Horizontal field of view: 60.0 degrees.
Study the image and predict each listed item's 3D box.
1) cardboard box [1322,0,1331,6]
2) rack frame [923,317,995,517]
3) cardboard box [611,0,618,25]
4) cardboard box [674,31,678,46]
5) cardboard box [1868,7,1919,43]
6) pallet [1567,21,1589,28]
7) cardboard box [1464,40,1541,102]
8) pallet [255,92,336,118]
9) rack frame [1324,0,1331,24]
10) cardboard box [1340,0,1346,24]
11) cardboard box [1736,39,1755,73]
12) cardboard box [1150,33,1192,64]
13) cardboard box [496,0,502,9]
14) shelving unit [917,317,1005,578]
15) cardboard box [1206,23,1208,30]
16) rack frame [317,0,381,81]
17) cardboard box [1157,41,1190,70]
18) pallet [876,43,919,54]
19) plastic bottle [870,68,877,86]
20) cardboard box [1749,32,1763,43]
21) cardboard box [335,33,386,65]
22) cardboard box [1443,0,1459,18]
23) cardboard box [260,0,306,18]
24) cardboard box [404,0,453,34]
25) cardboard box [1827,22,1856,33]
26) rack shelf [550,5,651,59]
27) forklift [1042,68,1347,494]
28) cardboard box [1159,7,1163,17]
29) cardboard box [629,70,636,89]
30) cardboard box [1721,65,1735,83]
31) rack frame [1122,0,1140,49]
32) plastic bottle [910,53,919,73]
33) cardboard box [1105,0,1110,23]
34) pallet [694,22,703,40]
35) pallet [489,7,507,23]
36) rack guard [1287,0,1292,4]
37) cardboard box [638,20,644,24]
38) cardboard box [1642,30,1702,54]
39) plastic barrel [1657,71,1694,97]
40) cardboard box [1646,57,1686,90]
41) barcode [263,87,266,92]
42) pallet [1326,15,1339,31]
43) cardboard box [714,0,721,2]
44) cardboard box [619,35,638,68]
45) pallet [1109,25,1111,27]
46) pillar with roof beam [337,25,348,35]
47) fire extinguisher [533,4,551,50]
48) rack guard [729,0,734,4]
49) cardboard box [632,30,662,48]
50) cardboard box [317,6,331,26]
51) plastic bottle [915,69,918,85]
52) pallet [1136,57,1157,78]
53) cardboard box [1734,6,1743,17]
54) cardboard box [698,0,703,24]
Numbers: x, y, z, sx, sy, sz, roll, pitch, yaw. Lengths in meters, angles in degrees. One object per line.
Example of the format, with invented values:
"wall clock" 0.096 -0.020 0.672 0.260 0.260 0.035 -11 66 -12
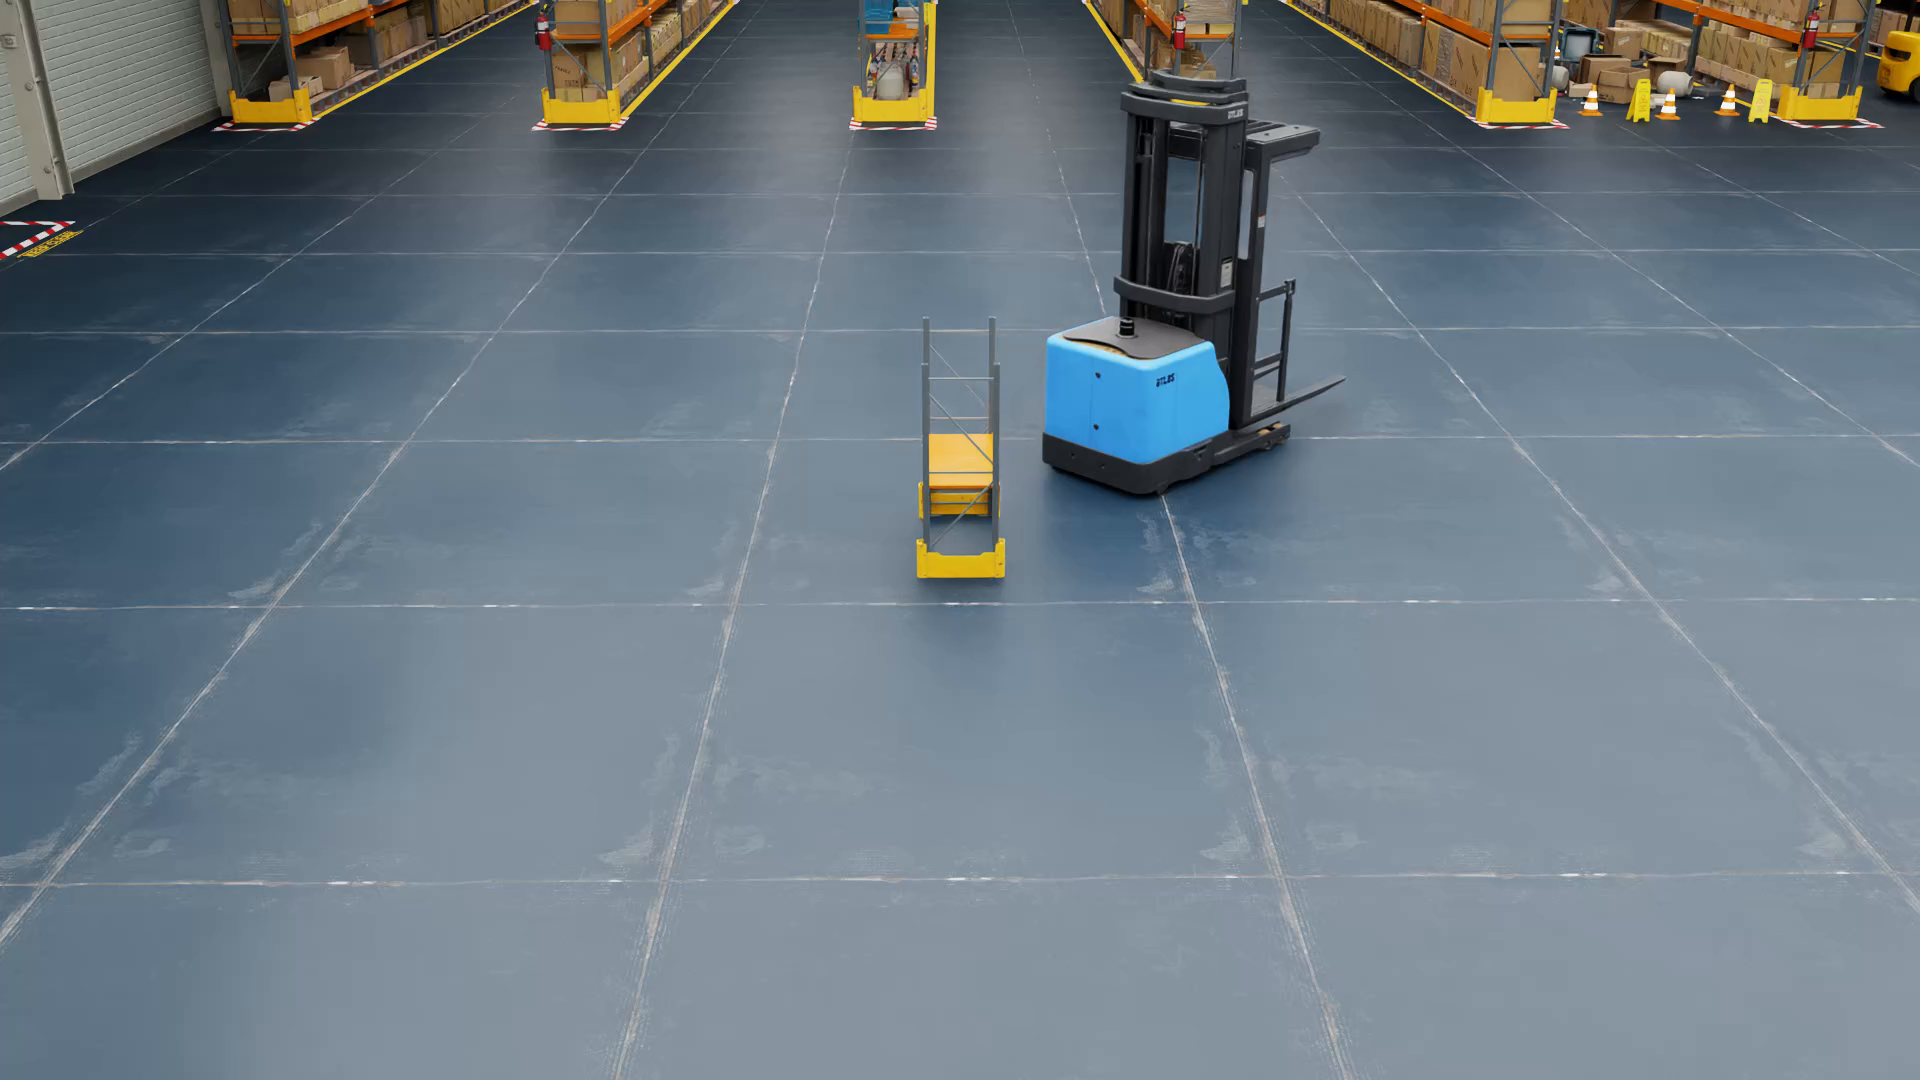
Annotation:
"cardboard box" 8.400 -12.182 37.633 0.380 0.149 0.250 0 24 0
"rack frame" -0.005 -0.858 11.826 0.500 1.500 0.032 0 24 -1
"cardboard box" -6.017 -8.716 27.260 0.700 0.500 0.500 0 24 0
"cardboard box" -5.843 -9.864 32.746 0.500 0.250 0.500 -1 24 -1
"cardboard box" 18.670 -10.317 33.294 0.875 0.625 0.625 1 24 1
"pallet" 13.770 -10.997 35.809 1.003 0.211 1.213 0 24 -1
"cardboard box" 8.779 -7.583 26.945 0.875 0.875 0.875 0 24 0
"pallet" -10.942 -7.129 27.256 1.003 0.211 1.213 0 24 -1
"rack frame" 8.721 -13.025 36.909 1.000 3.000 0.127 0 24 -1
"cardboard box" 8.491 -11.338 35.703 0.500 0.500 0.500 0 24 0
"cardboard box" 13.524 -8.177 28.106 0.500 0.500 0.500 -1 24 -2
"cardboard box" 3.863 -9.063 30.648 0.700 0.500 0.500 -2 24 -5
"cardboard box" -11.006 -12.546 38.373 0.700 0.500 0.500 0 24 -1
"shelving unit" 0.001 -0.652 11.371 0.587 1.500 1.083 0 24 -1
"cardboard box" 4.143 -8.207 26.561 0.380 0.149 0.250 0 24 -1
"rack frame" -11.011 -9.681 29.516 1.000 3.000 0.127 0 24 -1
"cardboard box" 3.812 -8.636 29.727 0.500 0.500 0.500 -1 24 -2
"pallet" -1.179 -9.784 33.127 1.003 0.211 1.213 0 24 -1
"plastic bottle" -1.495 -7.896 28.339 0.152 0.276 0.135 0 24 0
"cardboard box" 13.459 -8.412 27.840 0.380 0.149 0.250 1 24 2
"cardboard box" -11.036 -9.046 30.611 0.700 0.500 0.500 1 24 1
"cardboard box" 8.741 -9.196 28.260 0.875 0.550 0.550 0 24 -1
"cardboard box" -10.672 -8.514 26.182 0.500 0.500 0.500 0 24 0
"cardboard box" -10.932 -10.845 34.188 0.750 0.750 0.750 -1 24 -1
"cardboard box" 14.004 -8.171 26.481 0.380 0.149 0.250 0 24 0
"rack shelf" -6.036 -8.553 27.895 1.077 0.370 4.000 0 24 -1
"forklift" 2.031 -2.187 13.028 1.130 2.935 3.031 22 32 40
"cardboard box" 3.579 -8.926 28.150 0.380 0.149 0.250 0 24 -1
"cardboard box" -5.812 -7.835 28.262 0.500 0.250 0.500 0 24 -1
"cardboard box" 13.519 -8.048 28.732 0.500 0.250 0.500 -1 24 -1
"rack frame" 3.804 -11.396 33.308 1.000 3.000 0.127 0 24 -1
"plastic bottle" -0.810 -8.455 29.486 0.144 0.351 0.185 -1 24 -2
"cardboard box" 3.798 -11.636 35.907 1.225 0.875 0.875 -1 24 -2
"pallet" -6.082 -10.892 35.577 1.003 0.211 1.213 0 24 -1
"pallet" -11.029 -12.021 38.073 1.003 0.211 1.213 0 24 -1
"rack guard" 8.678 -13.503 41.000 1.175 0.500 0.348 0 24 -1
"cardboard box" -6.372 -9.904 32.154 0.500 0.311 0.500 -1 24 -2
"cardboard box" 13.728 -9.586 31.983 0.950 0.372 0.625 1 24 1
"plastic barrel" 12.264 -7.815 28.515 0.512 0.421 0.421 19 30 35
"cardboard box" 12.408 -8.207 29.287 0.500 0.500 0.500 19 30 35
"barcode" -11.285 -7.304 26.977 0.001 0.075 0.075 0 24 -1
"pallet" 8.731 -11.434 36.775 1.003 0.211 1.213 0 24 -1
"cardboard box" -5.956 -12.983 39.619 0.500 0.250 0.500 0 24 -1
"cardboard box" -5.831 -8.383 28.563 0.500 0.500 0.500 0 24 -1
"pallet" 3.844 -11.456 36.825 1.003 0.211 1.213 0 24 -1
"pillar with roof beam" -7.601 -13.543 30.774 9.100 9.000 0.400 0 24 -1
"fire extinguisher" -6.478 -7.971 25.828 0.296 0.674 0.183 0 24 -1
"rack guard" -6.188 -13.480 40.947 1.175 0.500 0.348 0 24 -1
"cardboard box" -5.814 -9.277 30.768 0.500 0.311 0.500 -1 24 -1
"cardboard box" -10.675 -8.600 27.283 0.500 0.250 0.500 -1 24 -1
"plastic bottle" -0.754 -7.882 28.300 0.061 0.283 0.133 0 24 0
"pallet" 3.838 -8.798 30.948 1.003 0.211 1.213 0 24 -1
"cardboard box" 13.444 -9.020 28.358 0.380 0.149 0.250 0 24 0
"cardboard box" -5.851 -11.451 35.928 0.500 0.500 0.500 0 24 0
